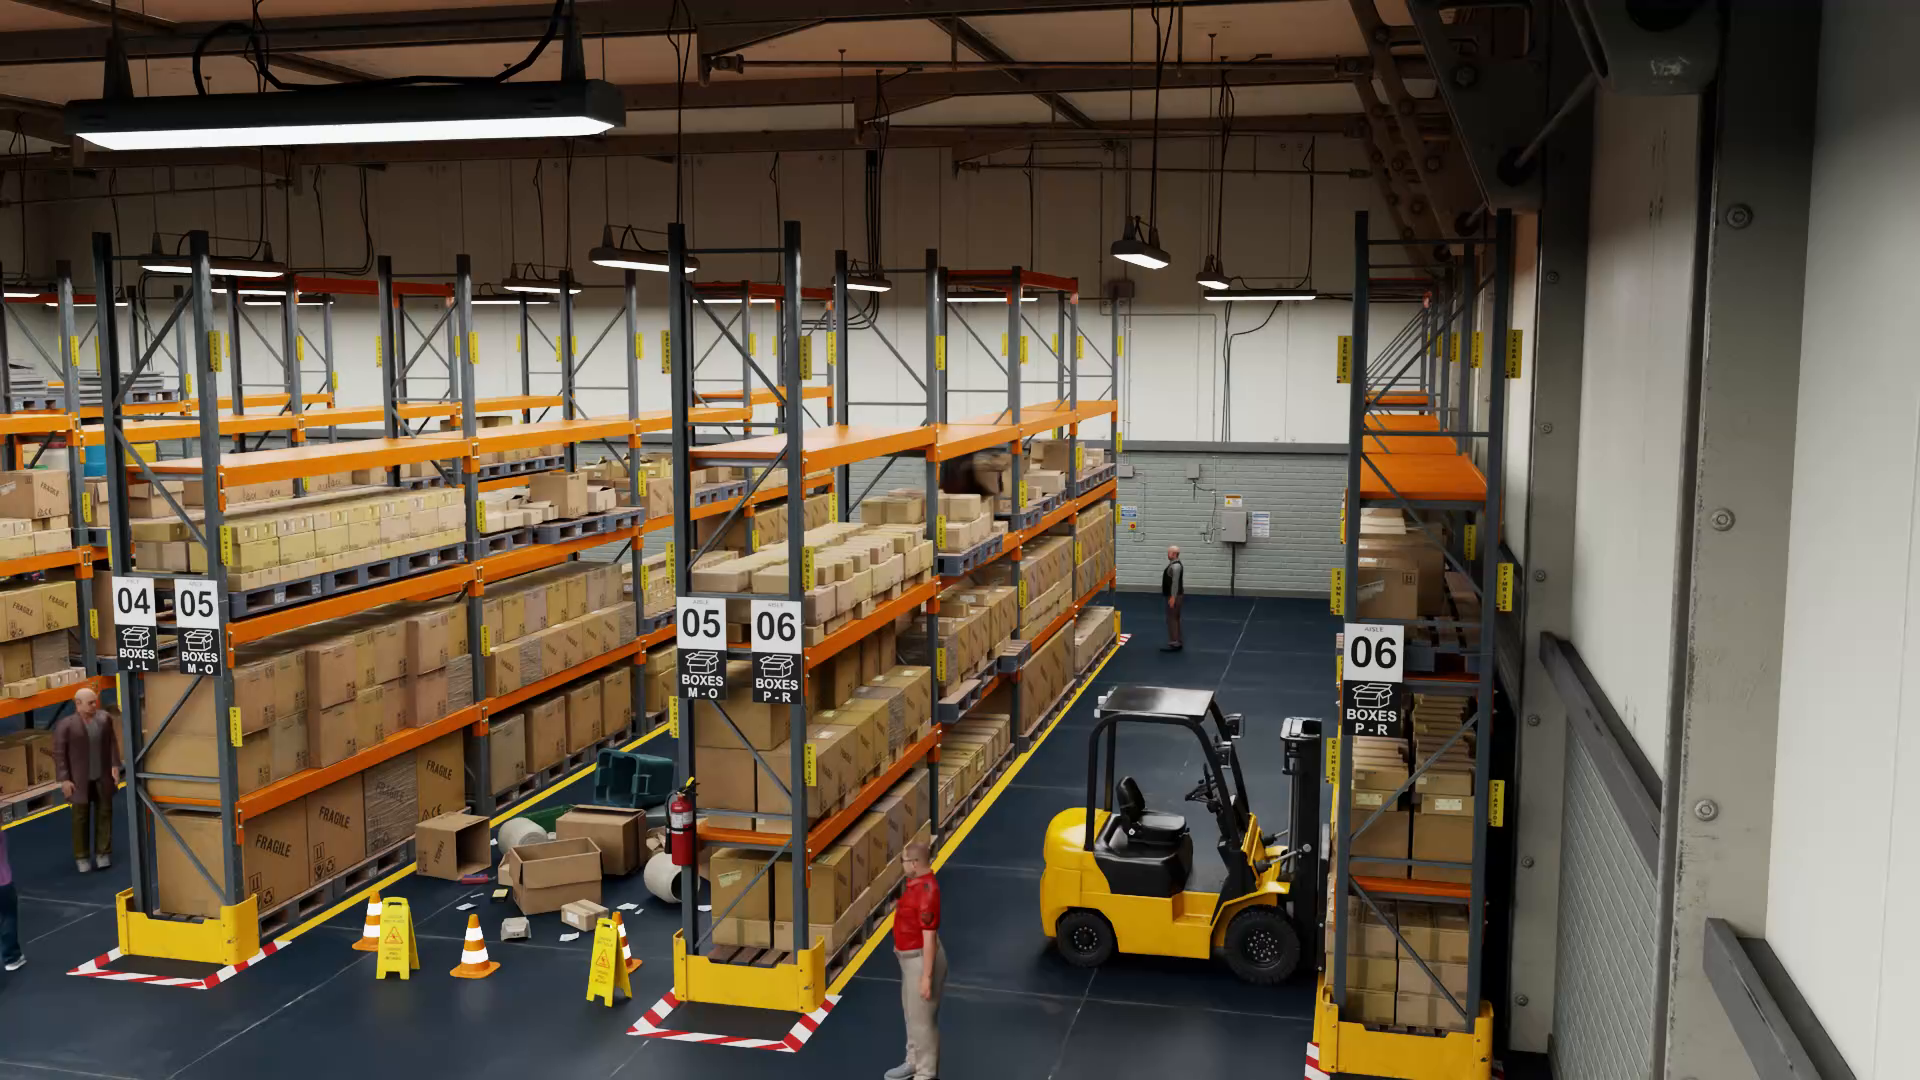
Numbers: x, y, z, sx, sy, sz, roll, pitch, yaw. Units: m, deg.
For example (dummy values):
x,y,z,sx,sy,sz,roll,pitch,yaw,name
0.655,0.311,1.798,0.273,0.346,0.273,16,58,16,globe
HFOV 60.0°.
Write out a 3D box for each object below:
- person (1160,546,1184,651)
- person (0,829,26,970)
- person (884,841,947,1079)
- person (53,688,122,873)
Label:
x,y,z,sx,sy,sz,roll,pitch,yaw,name
3.531,0.954,27.522,0.360,1.727,0.604,2,7,14,person
-7.844,2.767,13.339,0.375,1.572,0.842,1,7,7,person
-0.307,2.919,11.427,0.422,1.733,0.569,-1,7,-8,person
-8.485,2.317,16.209,0.416,1.798,0.604,6,9,39,person
